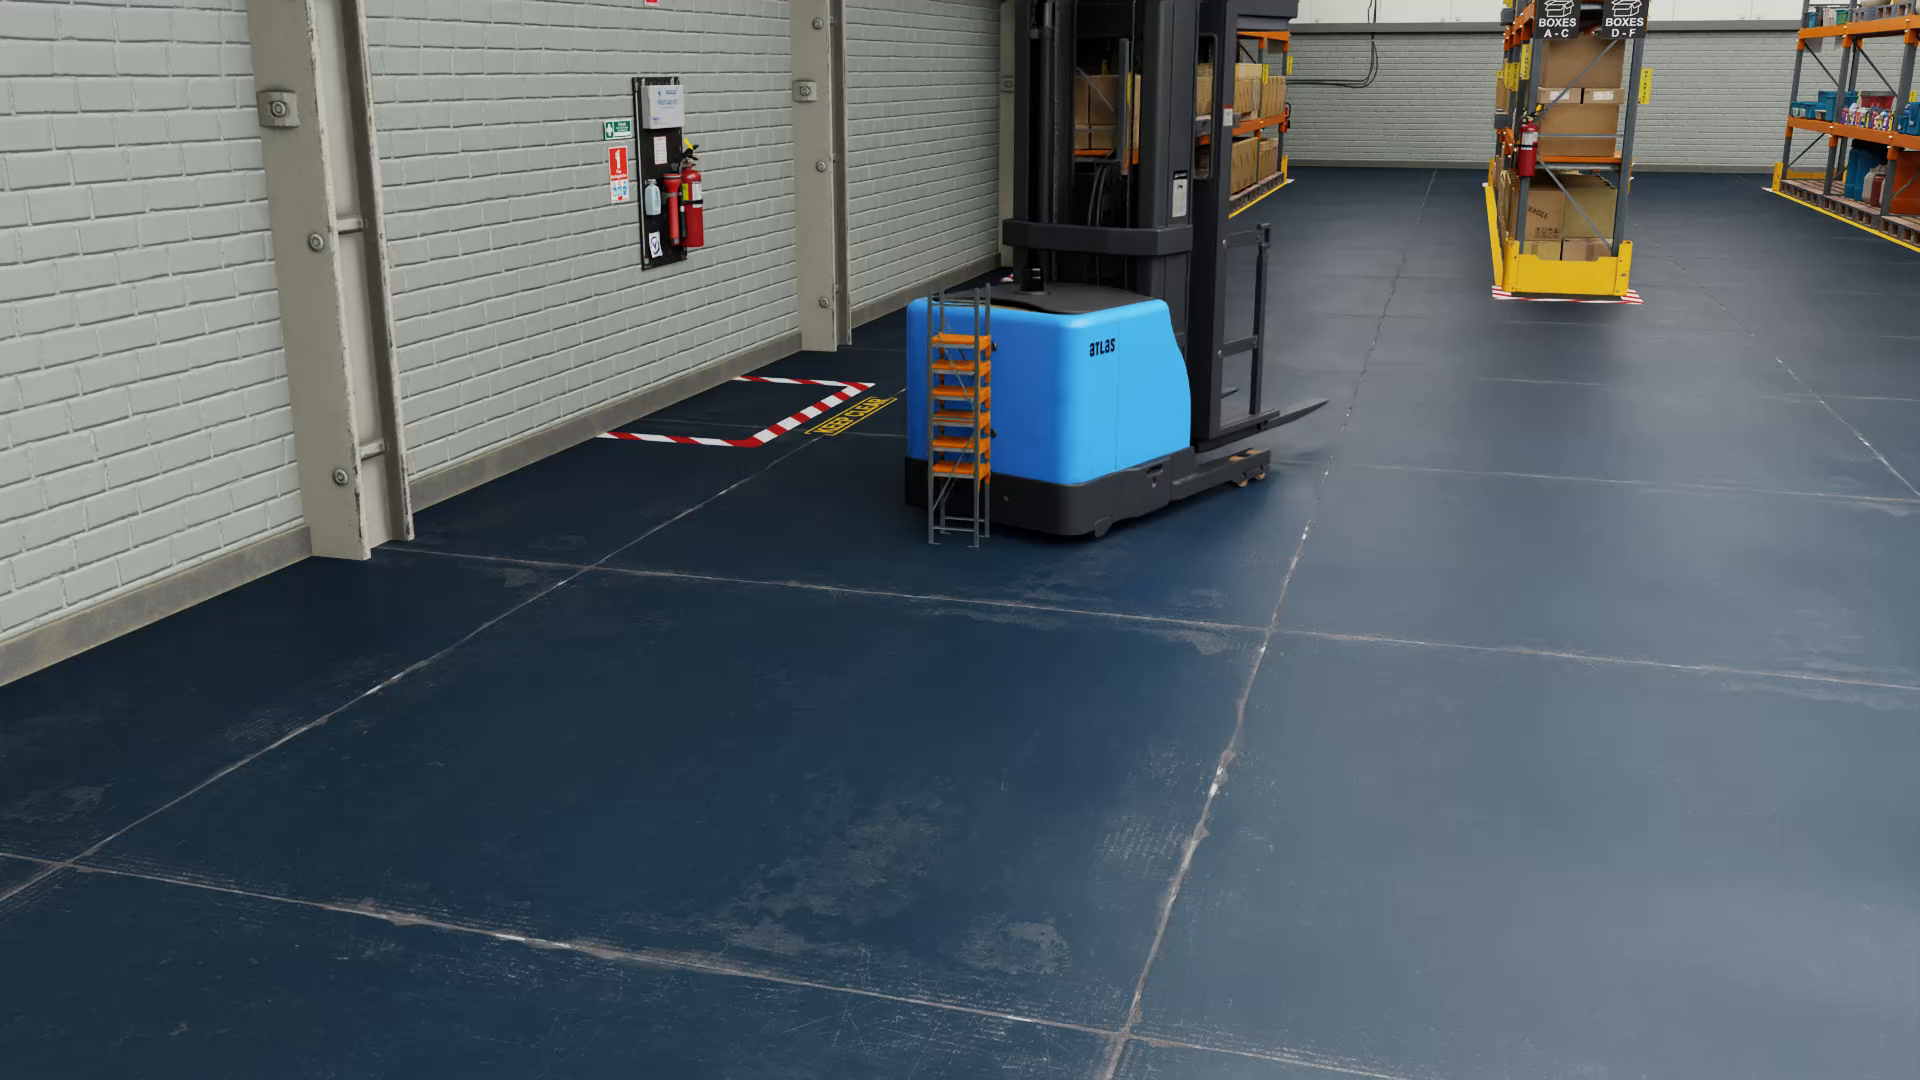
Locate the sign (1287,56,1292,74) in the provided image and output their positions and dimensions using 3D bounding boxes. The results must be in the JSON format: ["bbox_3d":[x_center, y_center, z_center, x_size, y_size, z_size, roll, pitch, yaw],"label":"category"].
[{"bbox_3d":[6.322,-9.116,31.914,0.100,0.325,0.005,5,16,16],"label":"sign"}]

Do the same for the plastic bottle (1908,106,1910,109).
[{"bbox_3d":[14.168,-6.338,24.767,0.144,0.351,0.185,5,16,16],"label":"plastic bottle"}]

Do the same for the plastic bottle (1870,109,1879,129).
[{"bbox_3d":[13.062,-6.011,23.738,0.061,0.283,0.133,5,16,16],"label":"plastic bottle"}]

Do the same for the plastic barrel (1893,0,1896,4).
[{"bbox_3d":[14.103,-8.157,24.478,0.600,0.588,0.600,0,16,0],"label":"plastic barrel"}]

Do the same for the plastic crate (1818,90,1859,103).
[{"bbox_3d":[15.388,-7.666,29.184,0.616,0.435,0.499,5,16,16],"label":"plastic crate"}]

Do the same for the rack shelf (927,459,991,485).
[{"bbox_3d":[-0.004,-0.300,7.730,0.258,0.103,0.180,5,16,16],"label":"rack shelf"}]

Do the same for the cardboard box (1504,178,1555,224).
[{"bbox_3d":[6.290,-3.718,18.335,0.500,0.500,0.500,5,16,16],"label":"cardboard box"}]

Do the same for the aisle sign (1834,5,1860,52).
[{"bbox_3d":[15.606,-8.969,29.189,0.394,0.787,0.004,5,16,16],"label":"aisle sign"}]

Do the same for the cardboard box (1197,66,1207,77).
[{"bbox_3d":[3.386,-6.791,24.097,0.380,0.149,0.250,2,16,7],"label":"cardboard box"}]

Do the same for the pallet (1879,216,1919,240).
[{"bbox_3d":[12.774,-4.088,21.855,1.003,0.211,1.213,5,16,16],"label":"pallet"}]

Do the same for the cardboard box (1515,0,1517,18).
[{"bbox_3d":[8.667,-7.892,24.474,0.910,0.500,0.500,5,16,16],"label":"cardboard box"}]

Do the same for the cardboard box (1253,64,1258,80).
[{"bbox_3d":[4.627,-7.730,27.447,0.500,0.250,0.500,5,17,17],"label":"cardboard box"}]

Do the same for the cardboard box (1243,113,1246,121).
[{"bbox_3d":[4.442,-6.893,27.059,0.380,0.149,0.250,4,16,14],"label":"cardboard box"}]

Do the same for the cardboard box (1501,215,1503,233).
[{"bbox_3d":[6.724,-3.749,19.819,0.500,0.250,0.500,5,16,16],"label":"cardboard box"}]

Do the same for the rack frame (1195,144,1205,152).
[{"bbox_3d":[3.533,-6.397,24.887,1.000,3.000,0.127,5,16,16],"label":"rack frame"}]

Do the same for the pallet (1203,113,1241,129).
[{"bbox_3d":[3.432,-6.110,24.226,1.213,0.211,1.003,5,16,16],"label":"pallet"}]

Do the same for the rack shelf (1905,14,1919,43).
[{"bbox_3d":[12.463,-6.203,20.022,1.077,0.370,4.000,5,16,16],"label":"rack shelf"}]

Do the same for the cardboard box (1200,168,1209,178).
[{"bbox_3d":[3.378,-5.214,24.489,0.700,0.500,0.500,5,17,17],"label":"cardboard box"}]

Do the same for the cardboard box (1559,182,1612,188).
[{"bbox_3d":[6.645,-3.547,17.733,0.500,0.500,0.500,5,16,16],"label":"cardboard box"}]

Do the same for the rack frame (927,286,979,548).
[{"bbox_3d":[-0.030,-0.550,7.568,0.240,1.200,0.006,5,16,16],"label":"rack frame"}]

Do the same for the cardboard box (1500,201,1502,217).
[{"bbox_3d":[7.423,-4.377,22.033,0.500,0.250,0.500,5,17,17],"label":"cardboard box"}]

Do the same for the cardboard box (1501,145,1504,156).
[{"bbox_3d":[8.764,-6.061,26.102,0.500,0.250,0.500,5,16,16],"label":"cardboard box"}]

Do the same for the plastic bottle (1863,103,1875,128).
[{"bbox_3d":[13.237,-6.165,24.158,0.144,0.351,0.185,5,16,16],"label":"plastic bottle"}]

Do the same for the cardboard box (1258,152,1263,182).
[{"bbox_3d":[4.980,-6.631,29.522,0.700,0.500,0.500,5,17,17],"label":"cardboard box"}]

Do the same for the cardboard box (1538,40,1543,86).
[{"bbox_3d":[6.598,-5.129,17.856,0.700,0.500,0.500,5,16,16],"label":"cardboard box"}]

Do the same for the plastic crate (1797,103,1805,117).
[{"bbox_3d":[14.732,-7.459,28.827,0.416,0.233,0.300,5,16,16],"label":"plastic crate"}]

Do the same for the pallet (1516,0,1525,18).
[{"bbox_3d":[8.176,-7.182,22.502,1.213,0.211,1.003,5,17,18],"label":"pallet"}]

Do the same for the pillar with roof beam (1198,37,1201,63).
[{"bbox_3d":[8.166,-10.246,27.463,9.100,9.000,0.400,5,16,16],"label":"pillar with roof beam"}]

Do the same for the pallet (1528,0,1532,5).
[{"bbox_3d":[6.929,-6.143,18.655,1.003,0.211,1.213,5,16,16],"label":"pallet"}]

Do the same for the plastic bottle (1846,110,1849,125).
[{"bbox_3d":[13.574,-6.459,25.339,0.097,0.271,0.097,0,16,0],"label":"plastic bottle"}]

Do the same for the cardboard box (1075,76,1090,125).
[{"bbox_3d":[1.189,-4.742,17.916,0.500,0.500,0.500,4,16,15],"label":"cardboard box"}]

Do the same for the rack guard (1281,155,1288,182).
[{"bbox_3d":[5.813,-7.294,32.629,1.175,0.500,0.348,5,16,16],"label":"rack guard"}]

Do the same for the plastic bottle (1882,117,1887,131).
[{"bbox_3d":[12.881,-5.787,23.099,0.097,0.201,0.097,0,16,0],"label":"plastic bottle"}]

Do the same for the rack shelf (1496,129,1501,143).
[{"bbox_3d":[9.988,-7.238,29.168,1.077,0.370,4.000,5,16,16],"label":"rack shelf"}]

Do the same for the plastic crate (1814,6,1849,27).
[{"bbox_3d":[14.607,-8.757,27.822,0.504,0.338,0.767,5,16,16],"label":"plastic crate"}]

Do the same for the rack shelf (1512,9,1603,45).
[{"bbox_3d":[7.715,-6.588,21.380,1.077,0.370,4.000,5,16,16],"label":"rack shelf"}]

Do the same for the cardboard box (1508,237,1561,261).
[{"bbox_3d":[5.879,-2.964,17.050,0.500,0.250,0.500,5,16,16],"label":"cardboard box"}]

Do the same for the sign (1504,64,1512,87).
[{"bbox_3d":[7.760,-6.573,23.528,0.100,0.325,0.005,5,16,16],"label":"sign"}]

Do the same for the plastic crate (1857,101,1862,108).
[{"bbox_3d":[14.778,-7.033,27.234,0.437,0.282,0.530,5,16,16],"label":"plastic crate"}]

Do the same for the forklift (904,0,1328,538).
[{"bbox_3d":[1.023,-1.762,8.671,1.130,2.935,3.031,12,20,36],"label":"forklift"}]

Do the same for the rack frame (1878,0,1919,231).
[{"bbox_3d":[13.031,-5.629,22.178,1.000,3.000,0.127,5,16,16],"label":"rack frame"}]

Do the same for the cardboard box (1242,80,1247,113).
[{"bbox_3d":[4.216,-6.971,26.146,0.500,0.500,0.500,5,16,16],"label":"cardboard box"}]

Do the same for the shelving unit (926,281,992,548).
[{"bbox_3d":[-0.004,-0.573,7.652,0.258,1.200,0.189,5,16,16],"label":"shelving unit"}]

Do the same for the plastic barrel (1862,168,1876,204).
[{"bbox_3d":[13.549,-5.214,24.503,0.421,0.512,0.421,0,16,0],"label":"plastic barrel"}]

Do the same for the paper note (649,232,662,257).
[{"bbox_3d":[-1.932,-1.876,10.562,0.016,0.148,0.142,5,16,16],"label":"paper note"}]

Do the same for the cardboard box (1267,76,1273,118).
[{"bbox_3d":[5.052,-7.919,29.703,0.980,0.700,0.700,4,16,14],"label":"cardboard box"}]

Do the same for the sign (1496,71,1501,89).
[{"bbox_3d":[10.036,-8.566,30.945,0.100,0.325,0.005,5,16,16],"label":"sign"}]

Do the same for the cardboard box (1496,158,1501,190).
[{"bbox_3d":[9.049,-5.962,27.127,0.500,0.500,0.500,4,16,13],"label":"cardboard box"}]

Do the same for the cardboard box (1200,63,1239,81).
[{"bbox_3d":[3.917,-7.065,25.102,0.500,0.250,0.500,5,17,17],"label":"cardboard box"}]

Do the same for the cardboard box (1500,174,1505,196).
[{"bbox_3d":[7.564,-4.778,22.418,0.500,0.311,0.500,4,16,14],"label":"cardboard box"}]
